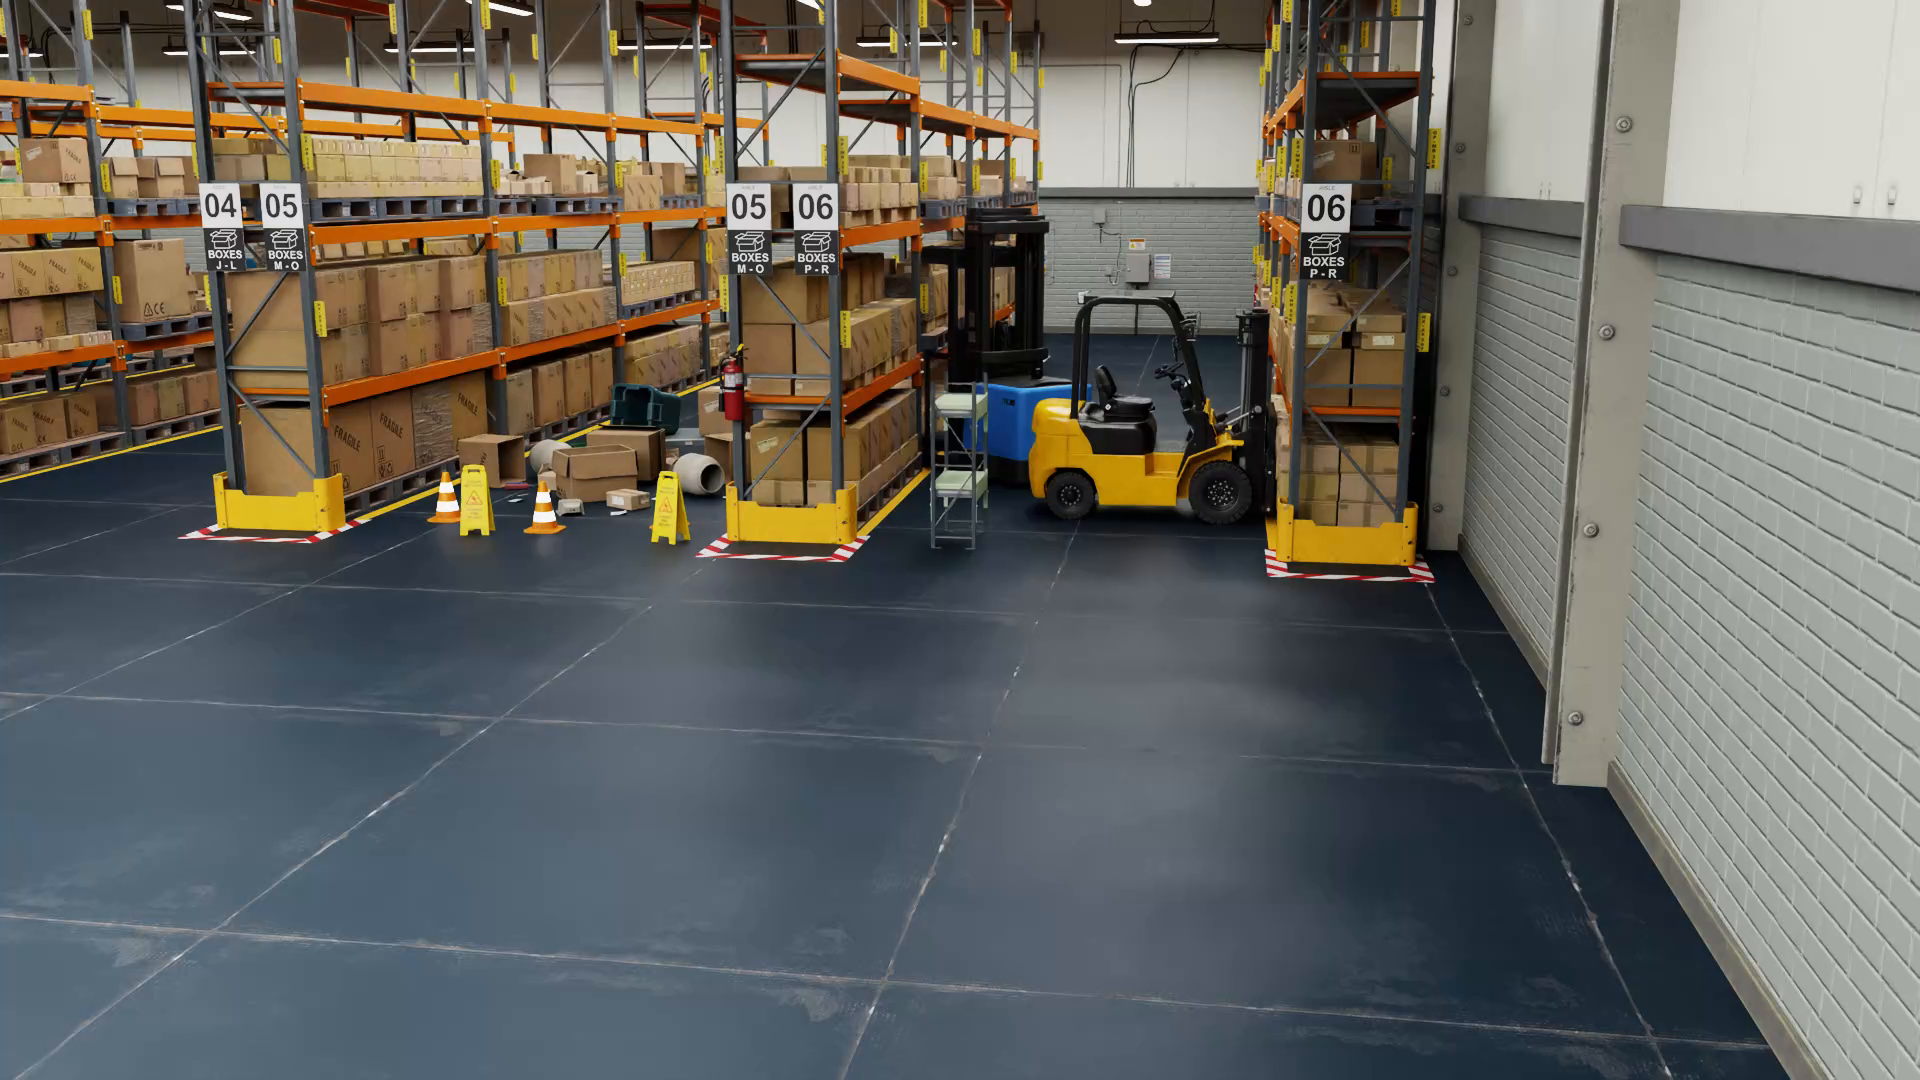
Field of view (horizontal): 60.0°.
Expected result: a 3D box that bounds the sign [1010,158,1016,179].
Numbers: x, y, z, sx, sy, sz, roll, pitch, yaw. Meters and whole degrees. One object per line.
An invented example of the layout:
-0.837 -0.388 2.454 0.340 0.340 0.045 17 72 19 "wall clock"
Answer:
0.828 -5.819 26.036 0.100 0.325 0.005 2 12 9 "sign"

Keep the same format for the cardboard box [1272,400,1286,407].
3.492 -1.289 17.270 0.500 0.250 0.500 2 12 9 "cardboard box"

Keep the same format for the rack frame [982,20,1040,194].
0.905 -7.727 29.744 1.000 3.000 0.127 2 12 9 "rack frame"

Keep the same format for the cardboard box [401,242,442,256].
-9.176 -4.813 28.332 0.500 0.500 0.500 2 12 9 "cardboard box"

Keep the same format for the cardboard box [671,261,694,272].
-4.486 -4.384 26.661 0.380 0.149 0.250 2 12 11 "cardboard box"

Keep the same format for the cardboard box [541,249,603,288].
-5.311 -3.713 22.747 0.700 0.500 0.500 2 12 8 "cardboard box"

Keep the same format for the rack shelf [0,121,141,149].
-14.704 -6.412 26.301 1.077 0.370 4.000 2 12 9 "rack shelf"

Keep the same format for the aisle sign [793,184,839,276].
-1.259 -2.711 14.541 0.394 0.787 0.004 2 12 9 "aisle sign"

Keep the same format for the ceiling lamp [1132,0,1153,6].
2.895 -9.484 24.043 0.800 3.185 2.000 2 12 9 "ceiling lamp"

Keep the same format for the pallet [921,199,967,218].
-0.584 -4.012 20.071 1.213 0.211 1.003 2 12 9 "pallet"

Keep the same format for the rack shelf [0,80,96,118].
-11.040 -4.780 17.787 1.077 0.370 4.000 2 12 9 "rack shelf"

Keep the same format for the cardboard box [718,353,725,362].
-4.215 -3.087 28.223 0.380 0.149 0.250 2 12 8 "cardboard box"

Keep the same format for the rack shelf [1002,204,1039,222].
0.598 -5.493 28.204 1.077 0.370 4.000 2 12 9 "rack shelf"

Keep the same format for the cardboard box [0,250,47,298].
-10.683 -2.990 18.685 0.500 0.500 0.500 2 12 9 "cardboard box"

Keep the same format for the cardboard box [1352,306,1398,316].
3.765 -2.038 15.102 0.380 0.149 0.250 2 12 9 "cardboard box"

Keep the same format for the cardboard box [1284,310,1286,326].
3.452 -2.232 16.708 0.380 0.149 0.250 2 12 8 "cardboard box"

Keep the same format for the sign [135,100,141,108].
-13.853 -7.255 28.052 0.100 0.325 0.005 2 12 9 "sign"

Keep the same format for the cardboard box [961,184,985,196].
0.147 -5.120 24.328 0.380 0.166 0.250 3 13 13 "cardboard box"

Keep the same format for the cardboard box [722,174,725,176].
-4.171 -6.203 28.014 0.380 0.149 0.250 1 12 7 "cardboard box"

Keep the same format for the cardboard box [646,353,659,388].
-4.797 -2.495 24.645 0.500 0.500 0.500 2 12 9 "cardboard box"

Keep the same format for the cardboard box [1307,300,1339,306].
3.427 -2.216 15.928 0.380 0.149 0.250 2 12 9 "cardboard box"

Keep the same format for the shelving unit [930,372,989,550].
-0.001 -0.732 15.086 0.431 1.500 0.755 2 12 9 "shelving unit"

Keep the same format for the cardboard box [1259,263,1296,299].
4.820 -3.854 24.781 0.700 0.500 0.500 2 12 9 "cardboard box"

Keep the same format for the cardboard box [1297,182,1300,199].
3.177 -3.084 14.680 0.380 0.149 0.250 2 12 7 "cardboard box"

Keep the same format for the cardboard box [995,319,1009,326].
0.274 -2.997 26.081 0.875 0.875 0.875 2 12 10 "cardboard box"

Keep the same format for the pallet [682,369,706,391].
-4.735 -2.576 26.700 1.003 0.211 1.213 2 12 9 "pallet"

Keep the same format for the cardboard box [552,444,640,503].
-3.787 -0.691 17.261 0.797 0.503 0.637 -7 14 -30 "cardboard box"

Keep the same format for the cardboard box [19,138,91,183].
-10.550 -4.420 19.391 0.500 0.500 0.500 2 12 7 "cardboard box"

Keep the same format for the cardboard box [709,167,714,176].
-4.258 -6.042 27.267 0.380 0.149 0.250 1 12 6 "cardboard box"

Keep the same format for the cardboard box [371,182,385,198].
-5.938 -3.472 16.482 0.380 0.149 0.250 2 12 9 "cardboard box"

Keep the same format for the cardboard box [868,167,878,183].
-1.000 -3.524 16.063 0.380 0.149 0.250 2 12 10 "cardboard box"

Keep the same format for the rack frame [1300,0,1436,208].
3.350 -4.236 13.546 1.000 3.000 0.127 2 12 9 "rack frame"

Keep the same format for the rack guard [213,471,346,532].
-6.466 -0.376 15.808 1.175 0.500 0.348 2 12 9 "rack guard"

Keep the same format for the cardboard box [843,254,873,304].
-1.322 -2.789 17.755 0.700 0.500 0.500 2 12 9 "cardboard box"

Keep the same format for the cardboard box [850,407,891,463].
-0.994 -1.068 16.837 0.500 0.500 0.500 2 12 10 "cardboard box"

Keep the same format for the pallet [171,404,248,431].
-10.429 -1.671 22.503 1.003 0.211 1.213 2 12 9 "pallet"

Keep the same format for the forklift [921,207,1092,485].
0.185 -2.285 18.896 1.130 2.935 3.031 -9 15 -35 "forklift"

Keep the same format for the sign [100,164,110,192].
-10.195 -4.320 19.830 0.100 0.325 0.005 2 12 9 "sign"

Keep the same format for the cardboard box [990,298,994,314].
0.219 -3.469 24.581 0.500 0.250 0.500 2 12 9 "cardboard box"

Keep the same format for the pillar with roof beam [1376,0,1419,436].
1.016 -5.740 20.526 9.100 9.000 0.400 2 12 9 "pillar with roof beam"

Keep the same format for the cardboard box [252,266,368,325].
-6.373 -2.398 16.336 0.875 0.550 0.550 2 12 9 "cardboard box"

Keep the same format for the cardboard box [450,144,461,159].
-5.666 -4.232 18.115 0.380 0.149 0.250 2 12 9 "cardboard box"

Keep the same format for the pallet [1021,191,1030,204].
0.616 -5.808 28.169 1.003 0.211 1.213 2 12 9 "pallet"

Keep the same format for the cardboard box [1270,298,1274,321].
4.094 -2.843 20.491 0.500 0.250 0.500 2 12 7 "cardboard box"

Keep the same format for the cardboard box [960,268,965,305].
-0.189 -3.317 21.580 0.500 0.500 0.500 2 12 8 "cardboard box"

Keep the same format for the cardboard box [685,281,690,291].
-4.521 -4.040 26.477 0.380 0.149 0.250 2 12 9 "cardboard box"

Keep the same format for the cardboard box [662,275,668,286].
-4.682 -3.965 25.422 0.380 0.149 0.250 2 12 9 "cardboard box"

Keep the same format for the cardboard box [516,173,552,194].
-5.350 -4.473 20.850 0.396 0.266 0.258 2 12 9 "cardboard box"

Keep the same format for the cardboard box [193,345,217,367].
-10.262 -2.558 23.111 0.500 0.250 0.500 3 13 15 "cardboard box"

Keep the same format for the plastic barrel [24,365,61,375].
-14.779 -2.974 26.659 0.600 0.588 0.708 2 12 9 "plastic barrel"

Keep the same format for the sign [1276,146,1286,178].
3.427 -4.025 17.711 0.100 0.325 0.005 2 12 9 "sign"

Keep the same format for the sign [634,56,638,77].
-5.150 -7.550 26.519 0.100 0.325 0.005 2 12 9 "sign"

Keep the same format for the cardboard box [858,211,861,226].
-1.143 -3.030 15.664 0.380 0.149 0.250 2 12 8 "cardboard box"
